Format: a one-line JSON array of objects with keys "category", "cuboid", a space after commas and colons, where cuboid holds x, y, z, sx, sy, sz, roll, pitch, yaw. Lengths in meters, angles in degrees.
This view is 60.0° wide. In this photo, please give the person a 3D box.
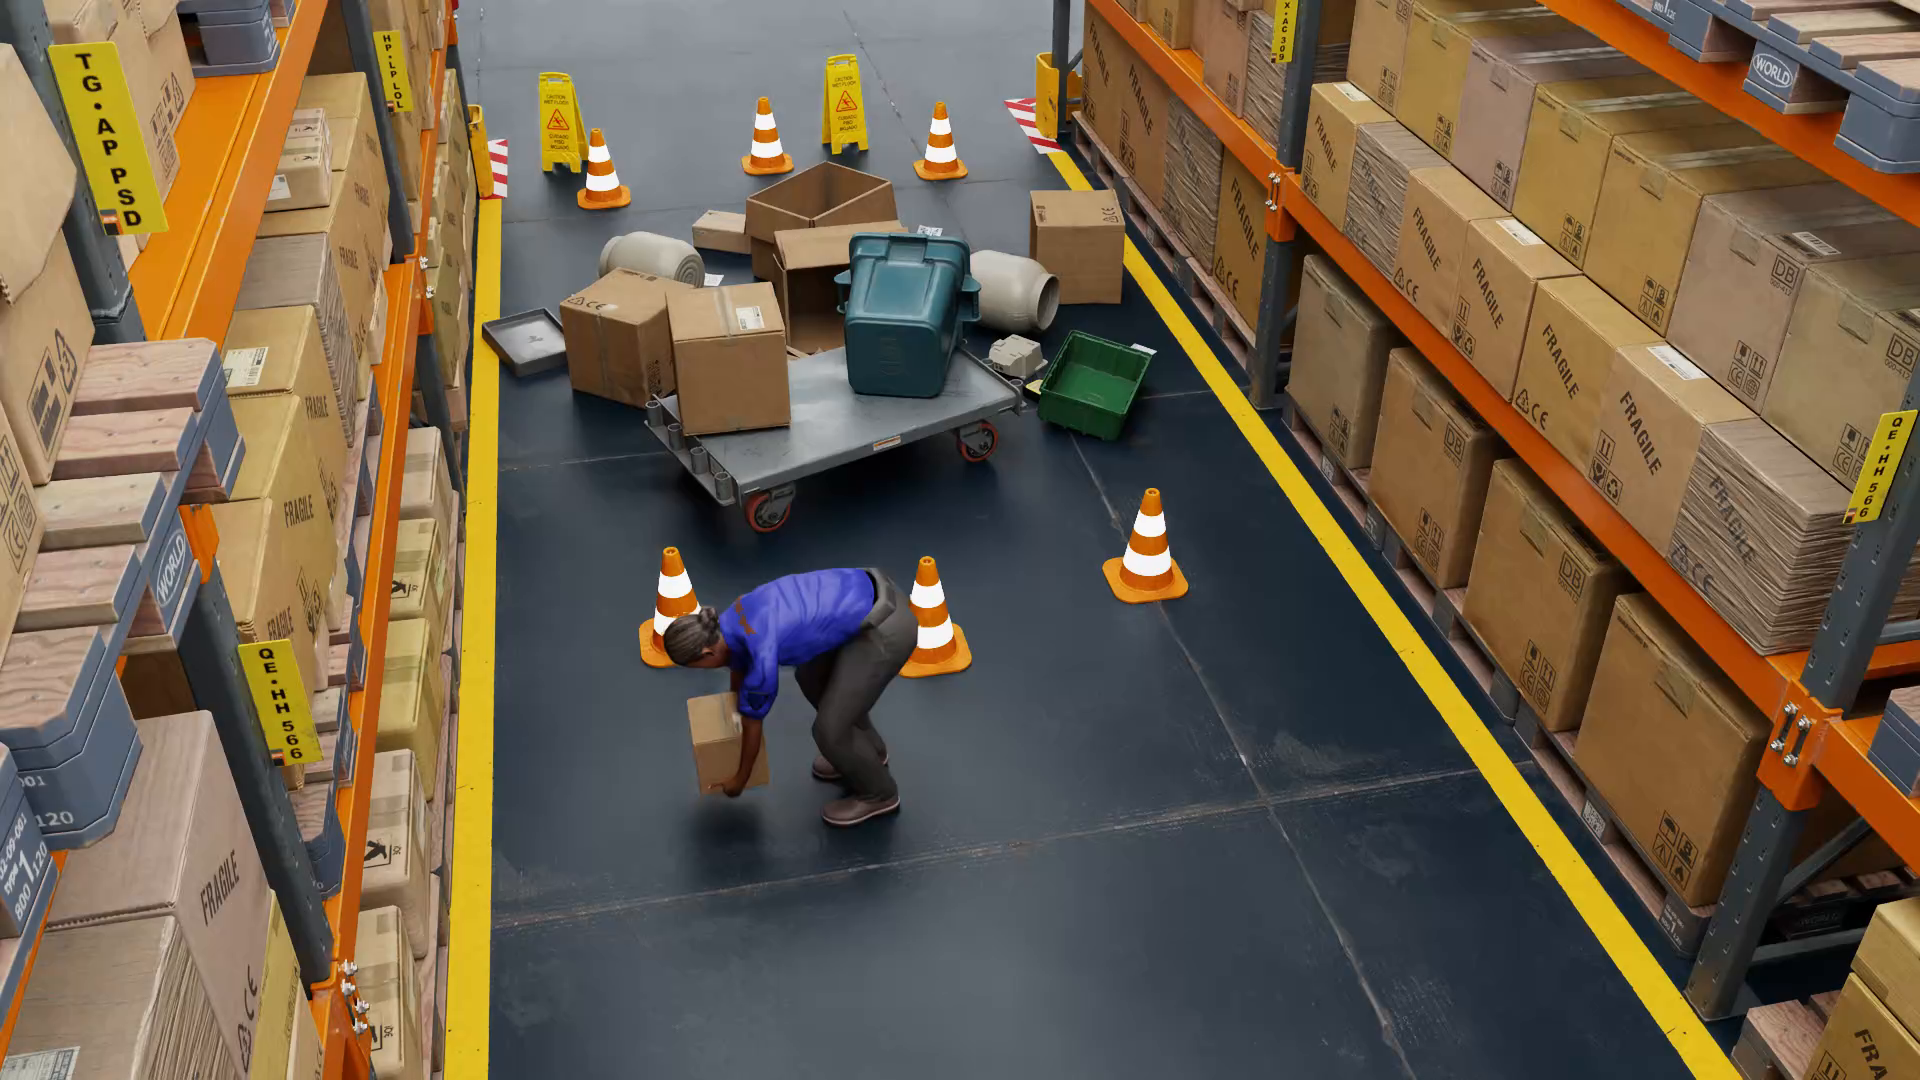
[{"category": "person", "cuboid": [-0.584, 0.573, 5.934, 0.878, 0.961, 0.445, -9, 35, -12]}]
